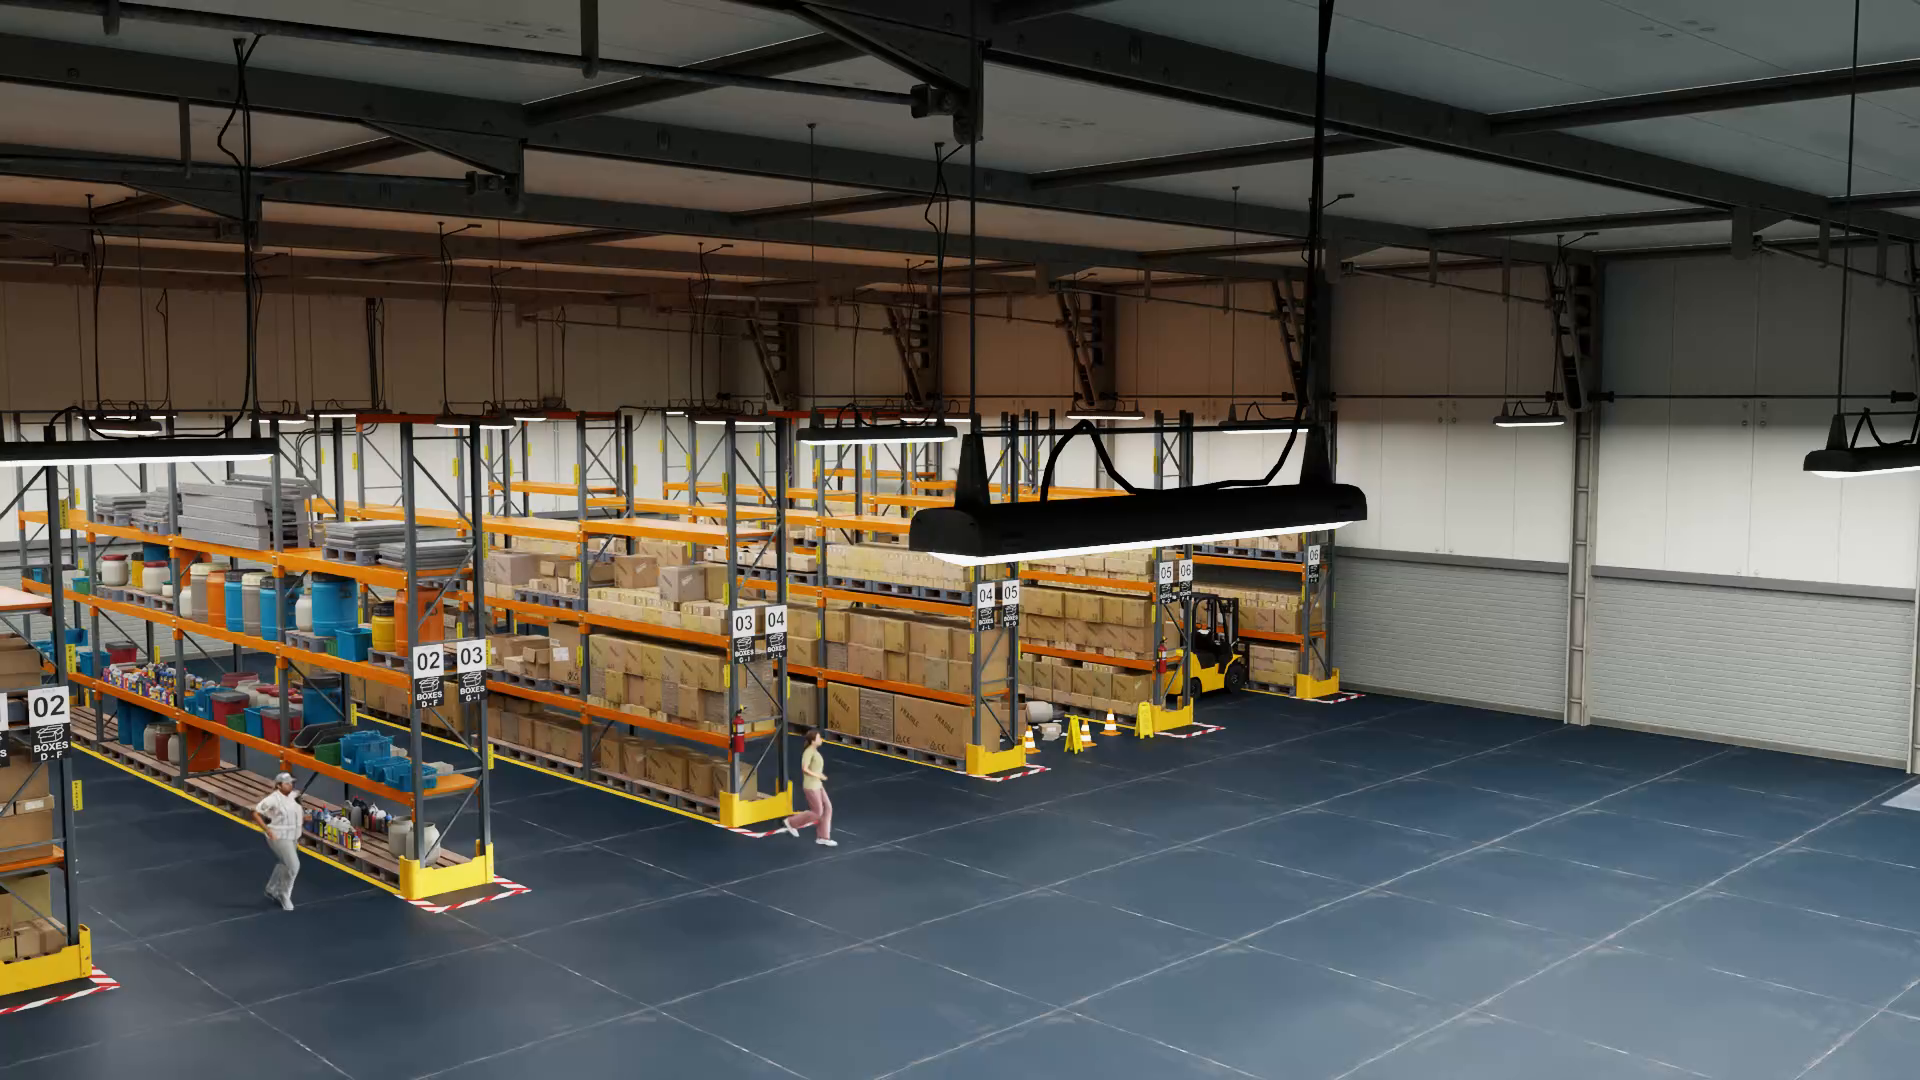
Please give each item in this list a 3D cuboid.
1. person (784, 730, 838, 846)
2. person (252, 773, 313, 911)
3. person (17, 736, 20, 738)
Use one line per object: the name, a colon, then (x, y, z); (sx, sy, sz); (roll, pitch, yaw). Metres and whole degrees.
person: (-2.106, 3.492, 23.414); (0.753, 1.660, 0.617); (0, 5, 5)
person: (-8.359, 3.730, 20.601); (0.711, 1.711, 0.581); (1, 5, 16)
person: (-15.082, 3.257, 26.188); (0.629, 1.622, 0.649); (4, 6, 40)
